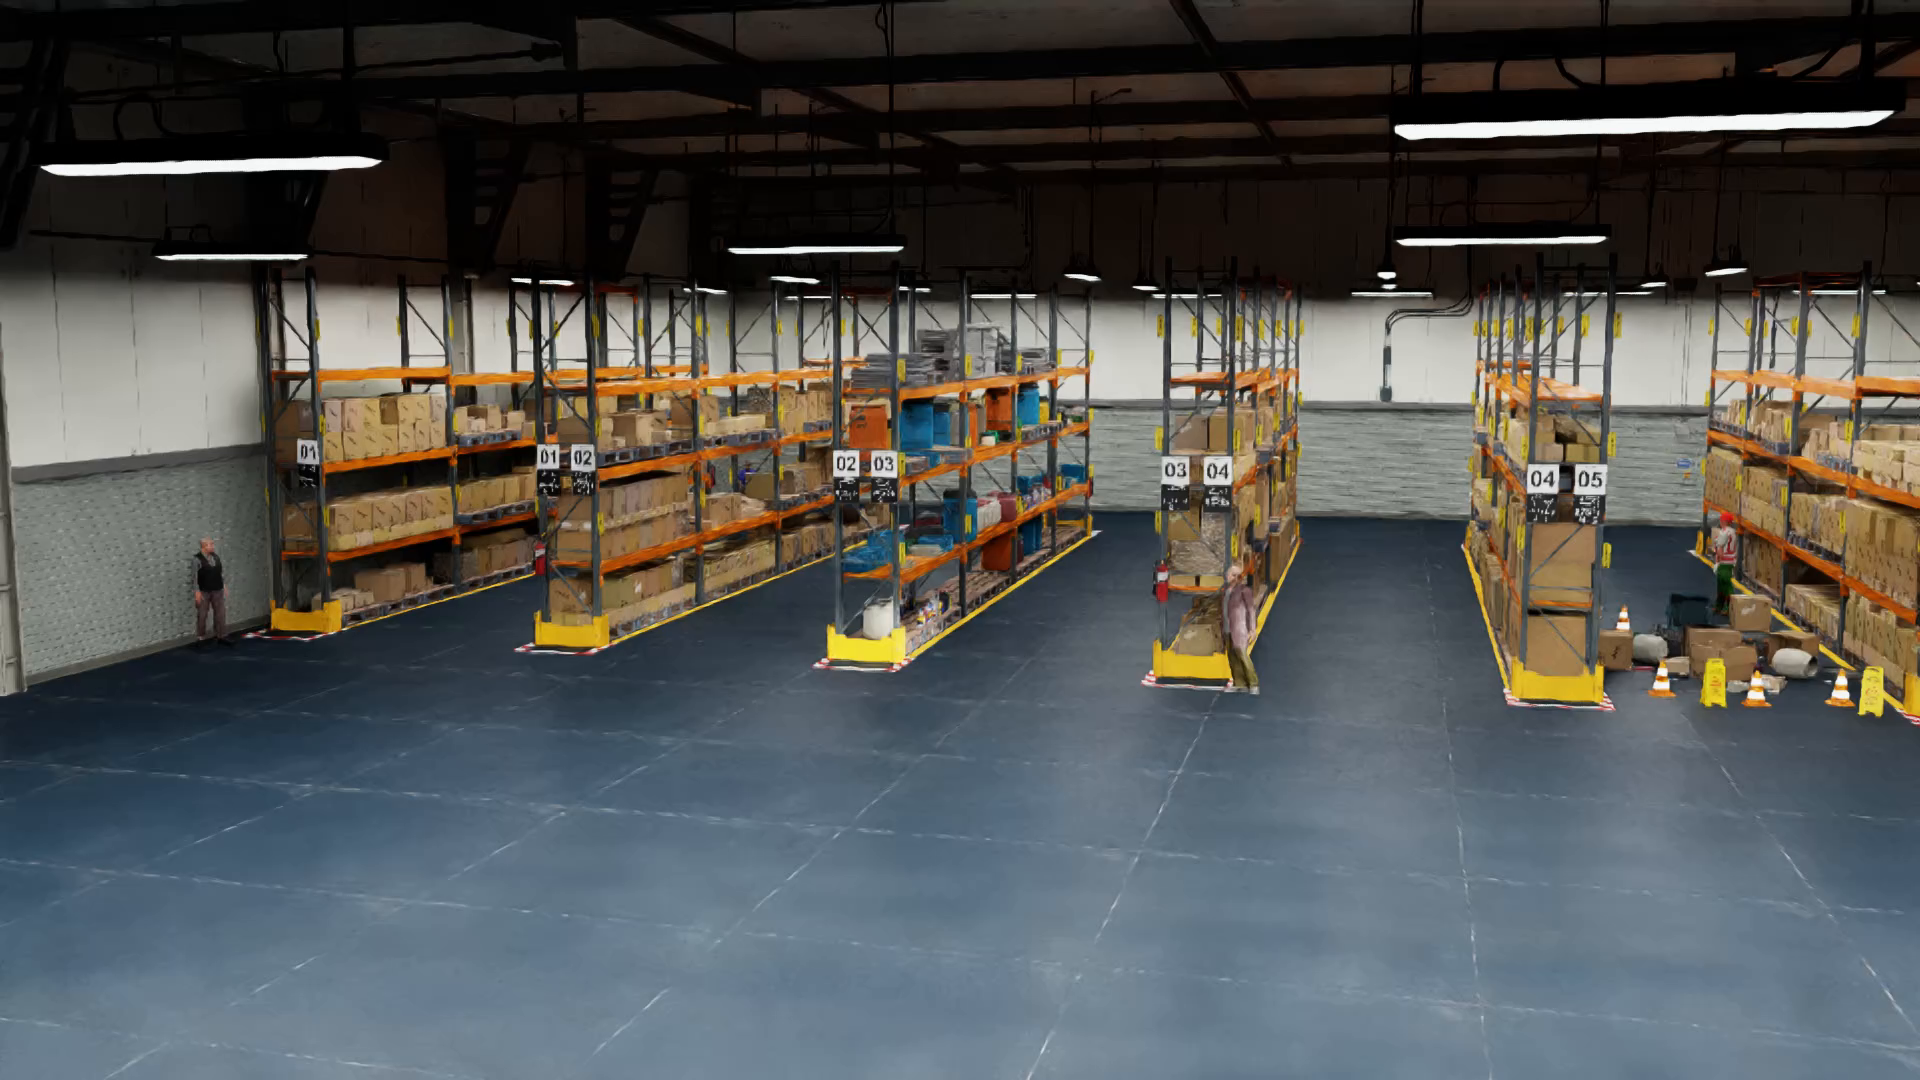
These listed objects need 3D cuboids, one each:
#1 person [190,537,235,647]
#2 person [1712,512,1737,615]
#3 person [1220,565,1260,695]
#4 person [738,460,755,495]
[{"bbox_3d":[-11.845,0.810,26.246,0.413,1.726,0.614,5,9,33],"label":"person"},{"bbox_3d":[13.394,0.402,29.223,0.581,1.785,0.664,6,9,38],"label":"person"},{"bbox_3d":[3.870,1.233,22.881,0.477,1.769,0.682,-4,8,-31],"label":"person"},{"bbox_3d":[-5.505,-1.296,43.389,0.621,1.596,0.781,-1,7,-8],"label":"person"}]
